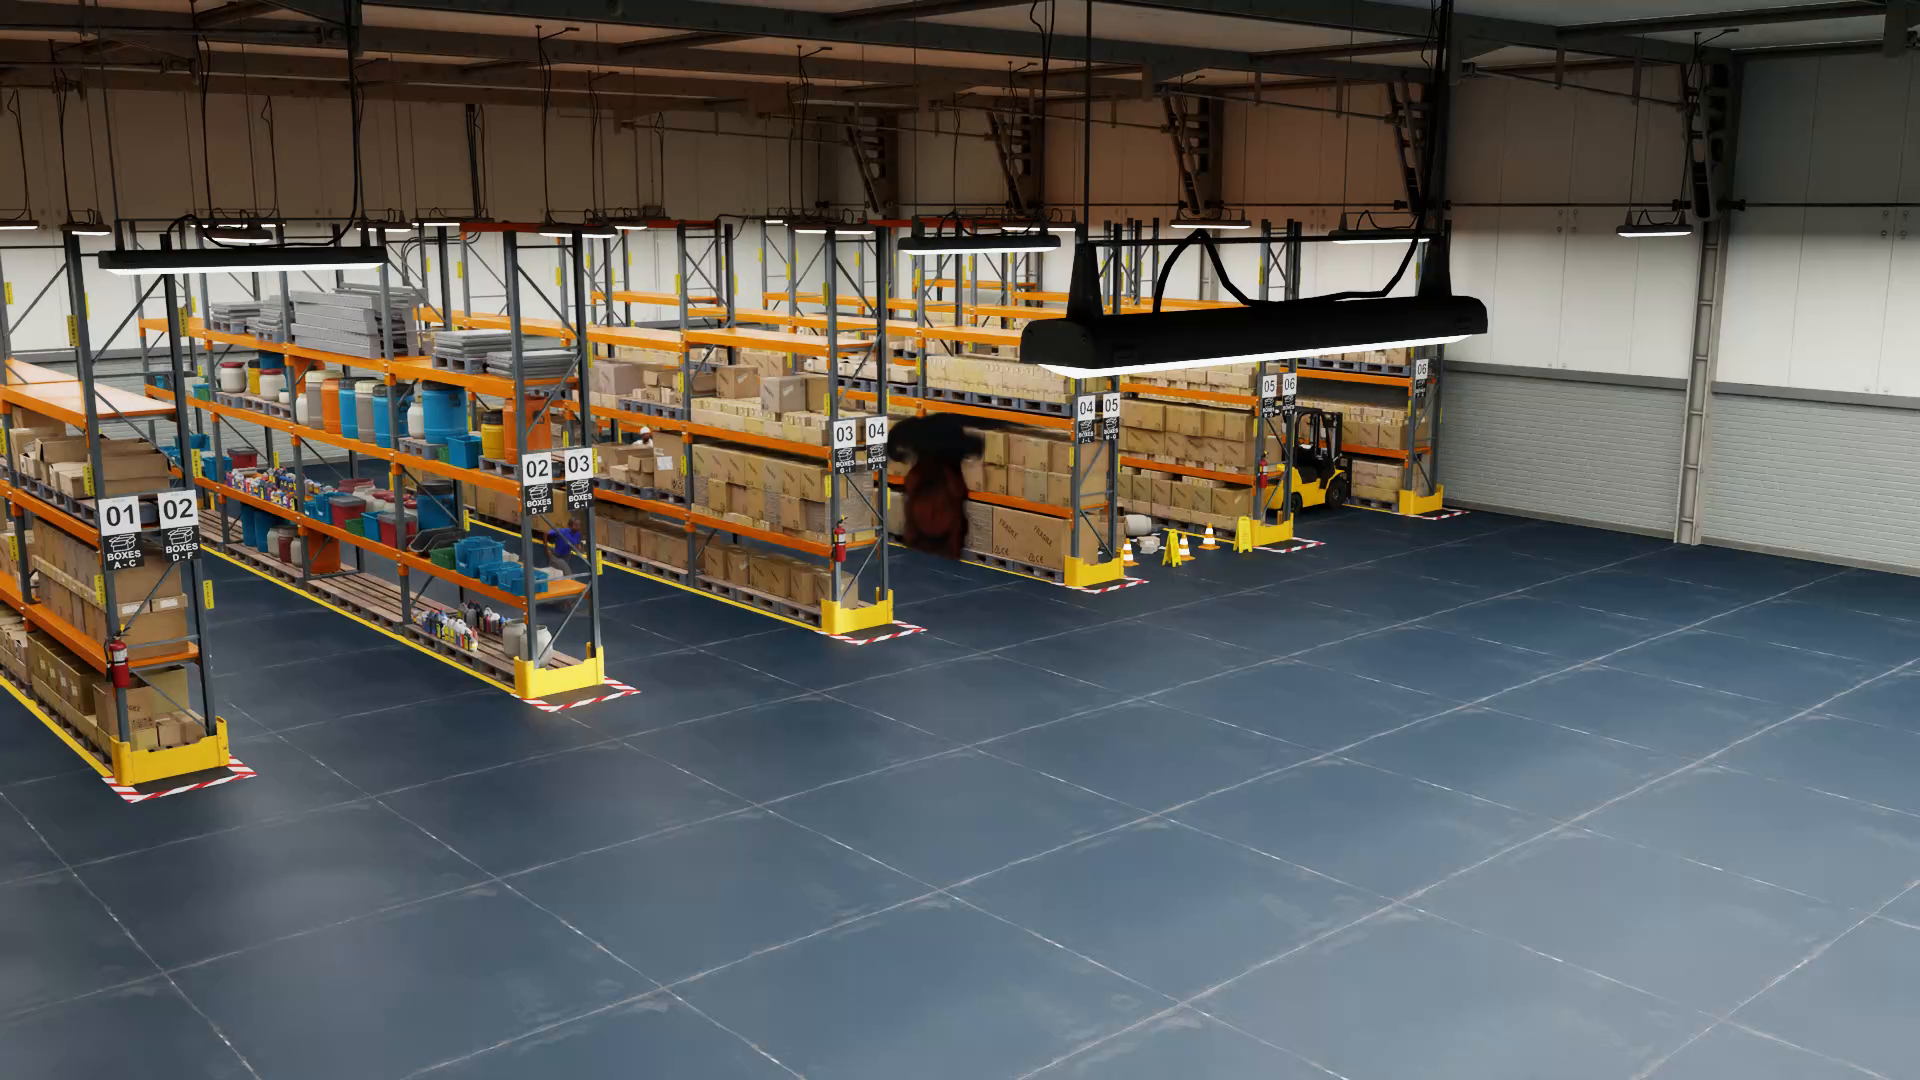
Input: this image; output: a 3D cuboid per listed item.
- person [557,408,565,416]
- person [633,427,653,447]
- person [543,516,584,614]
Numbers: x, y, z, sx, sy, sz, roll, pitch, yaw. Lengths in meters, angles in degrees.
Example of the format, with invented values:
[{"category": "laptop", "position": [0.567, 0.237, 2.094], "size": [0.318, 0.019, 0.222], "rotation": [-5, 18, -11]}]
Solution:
[{"category": "person", "position": [-9.490, -2.327, 39.333], "size": [0.648, 1.705, 0.683], "rotation": [-4, 12, -19]}, {"category": "person", "position": [-6.518, -1.478, 34.703], "size": [0.658, 1.784, 0.796], "rotation": [-10, 15, -40]}, {"category": "person", "position": [-6.312, 0.386, 26.190], "size": [0.943, 1.605, 0.623], "rotation": [7, 13, 31]}]
